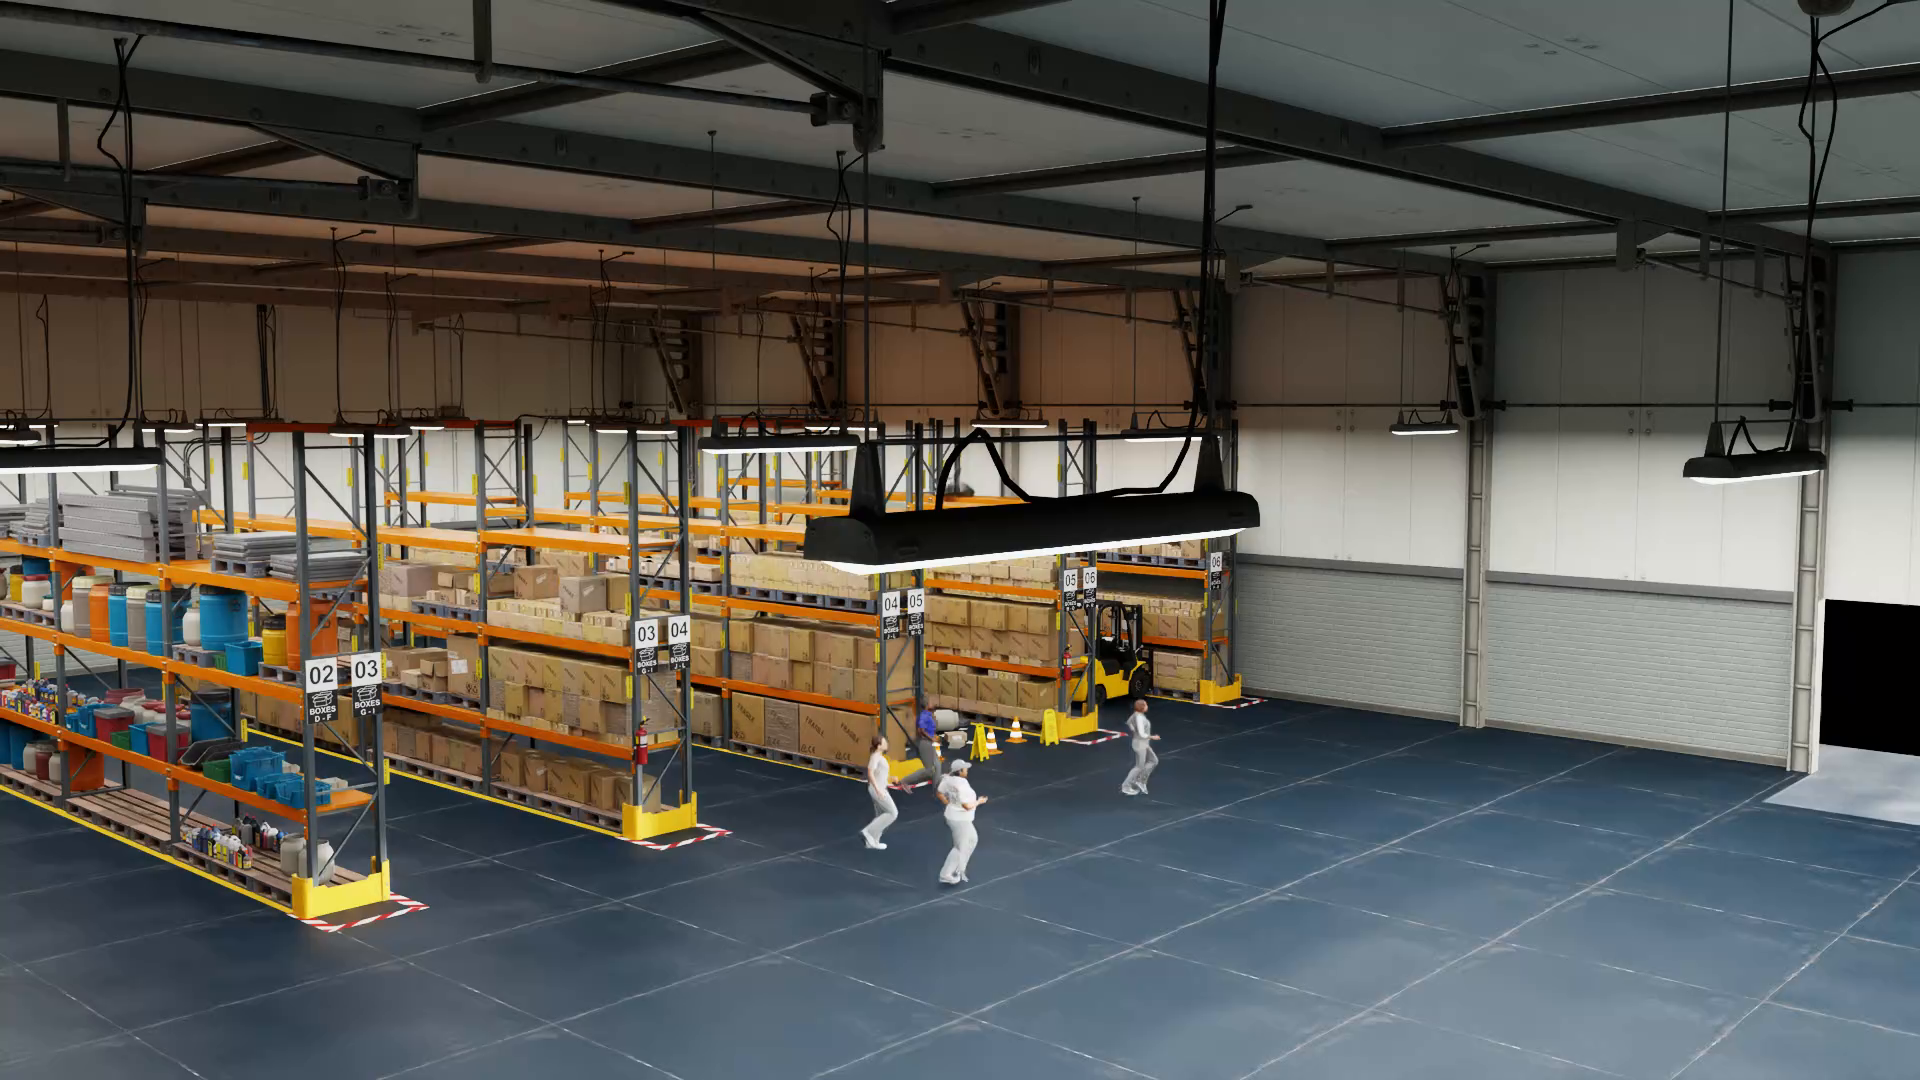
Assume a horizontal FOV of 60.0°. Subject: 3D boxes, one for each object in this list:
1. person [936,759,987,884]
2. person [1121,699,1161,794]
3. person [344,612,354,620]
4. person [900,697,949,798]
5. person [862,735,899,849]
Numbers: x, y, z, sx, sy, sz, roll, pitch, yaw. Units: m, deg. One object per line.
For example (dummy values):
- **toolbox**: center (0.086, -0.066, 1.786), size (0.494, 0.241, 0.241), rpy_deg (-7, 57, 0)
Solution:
- **person**: center (0.021, 3.722, 21.924), size (0.661, 1.695, 0.586), rpy_deg (-1, 5, -18)
- **person**: center (2.931, 3.345, 26.898), size (0.629, 1.578, 0.545), rpy_deg (0, 5, 5)
- **person**: center (-14.156, 2.309, 38.792), size (0.705, 1.735, 0.728), rpy_deg (2, 5, 21)
- **person**: center (-0.558, 3.337, 26.815), size (0.818, 1.615, 0.629), rpy_deg (0, 5, 1)
- **person**: center (-1.131, 3.579, 23.680), size (0.549, 1.638, 0.576), rpy_deg (-1, 5, -8)
